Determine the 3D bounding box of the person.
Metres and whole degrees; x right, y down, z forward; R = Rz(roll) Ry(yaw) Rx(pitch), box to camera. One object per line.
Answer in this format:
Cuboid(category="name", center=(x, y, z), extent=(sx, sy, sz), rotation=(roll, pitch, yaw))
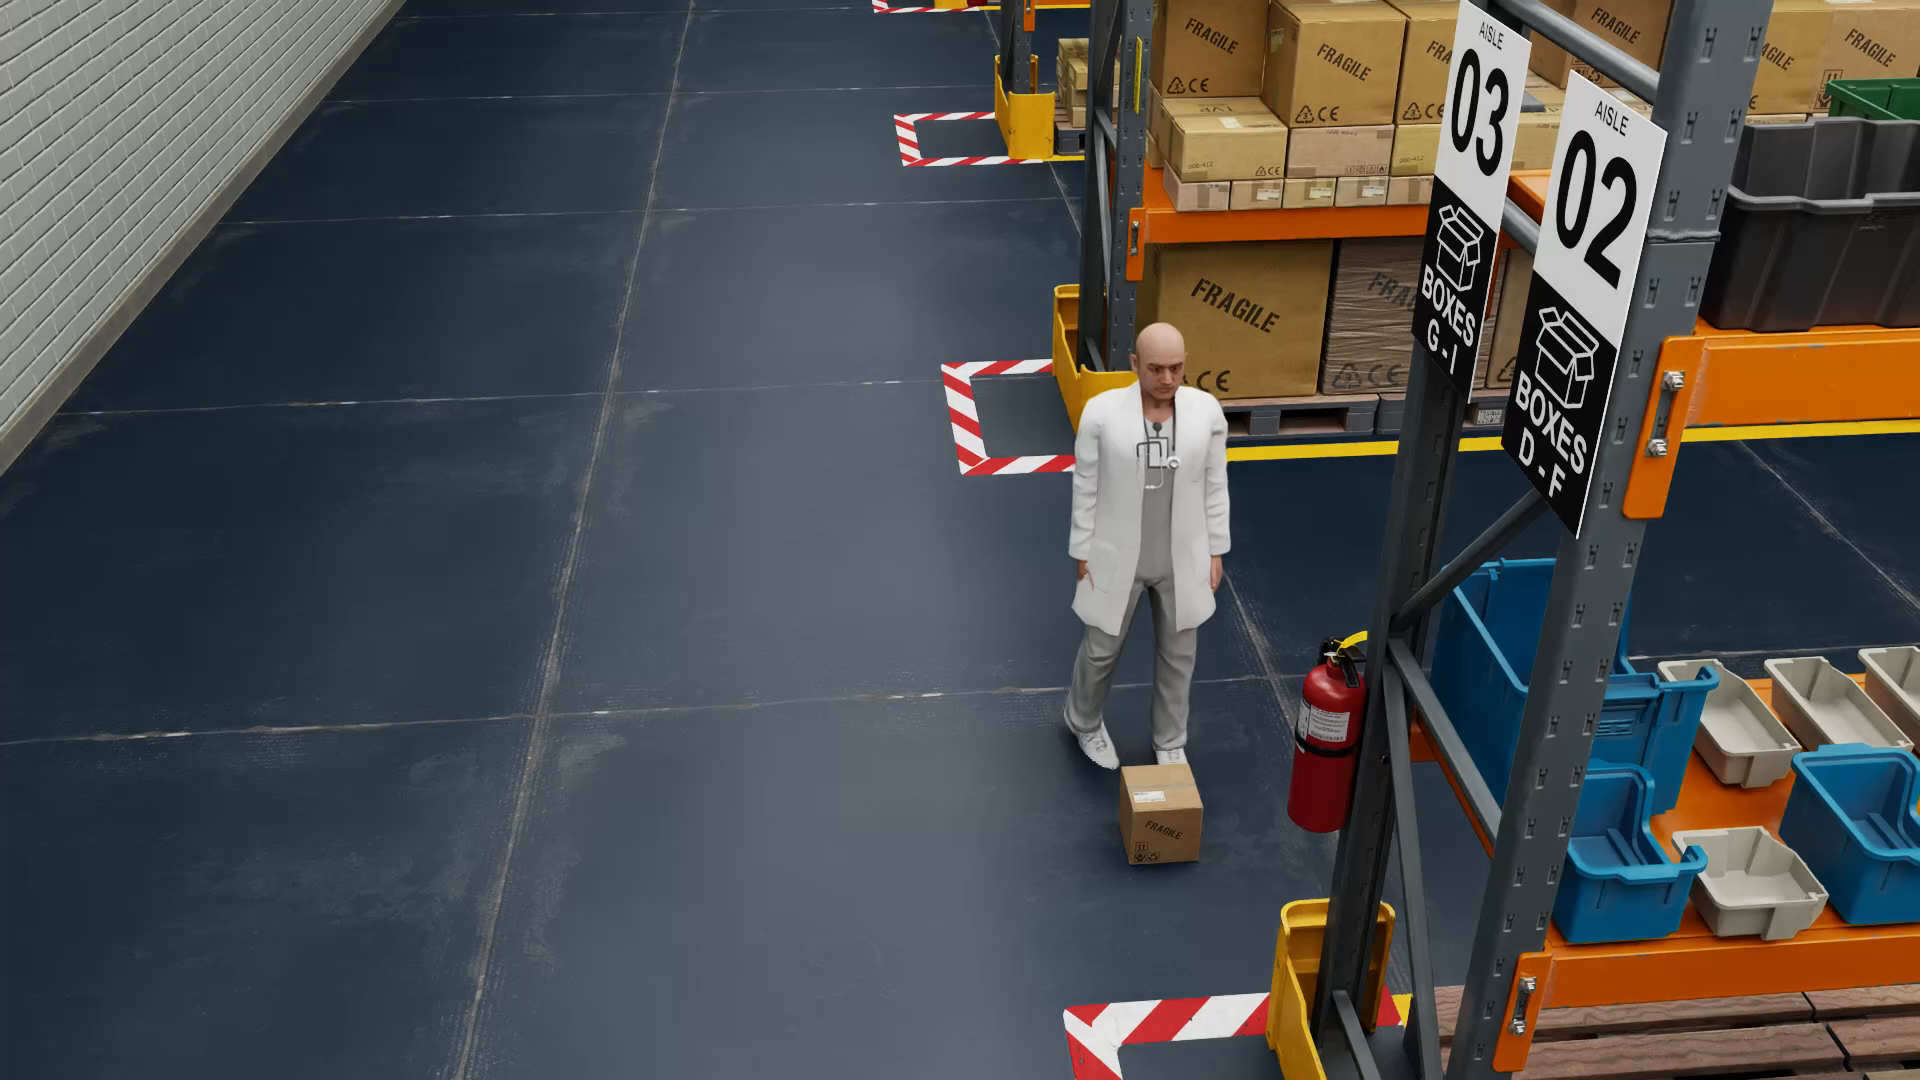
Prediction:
Cuboid(category="person", center=(0.691, 0.092, 6.034), extent=(0.592, 1.826, 0.522), rotation=(-2, 31, -3))
